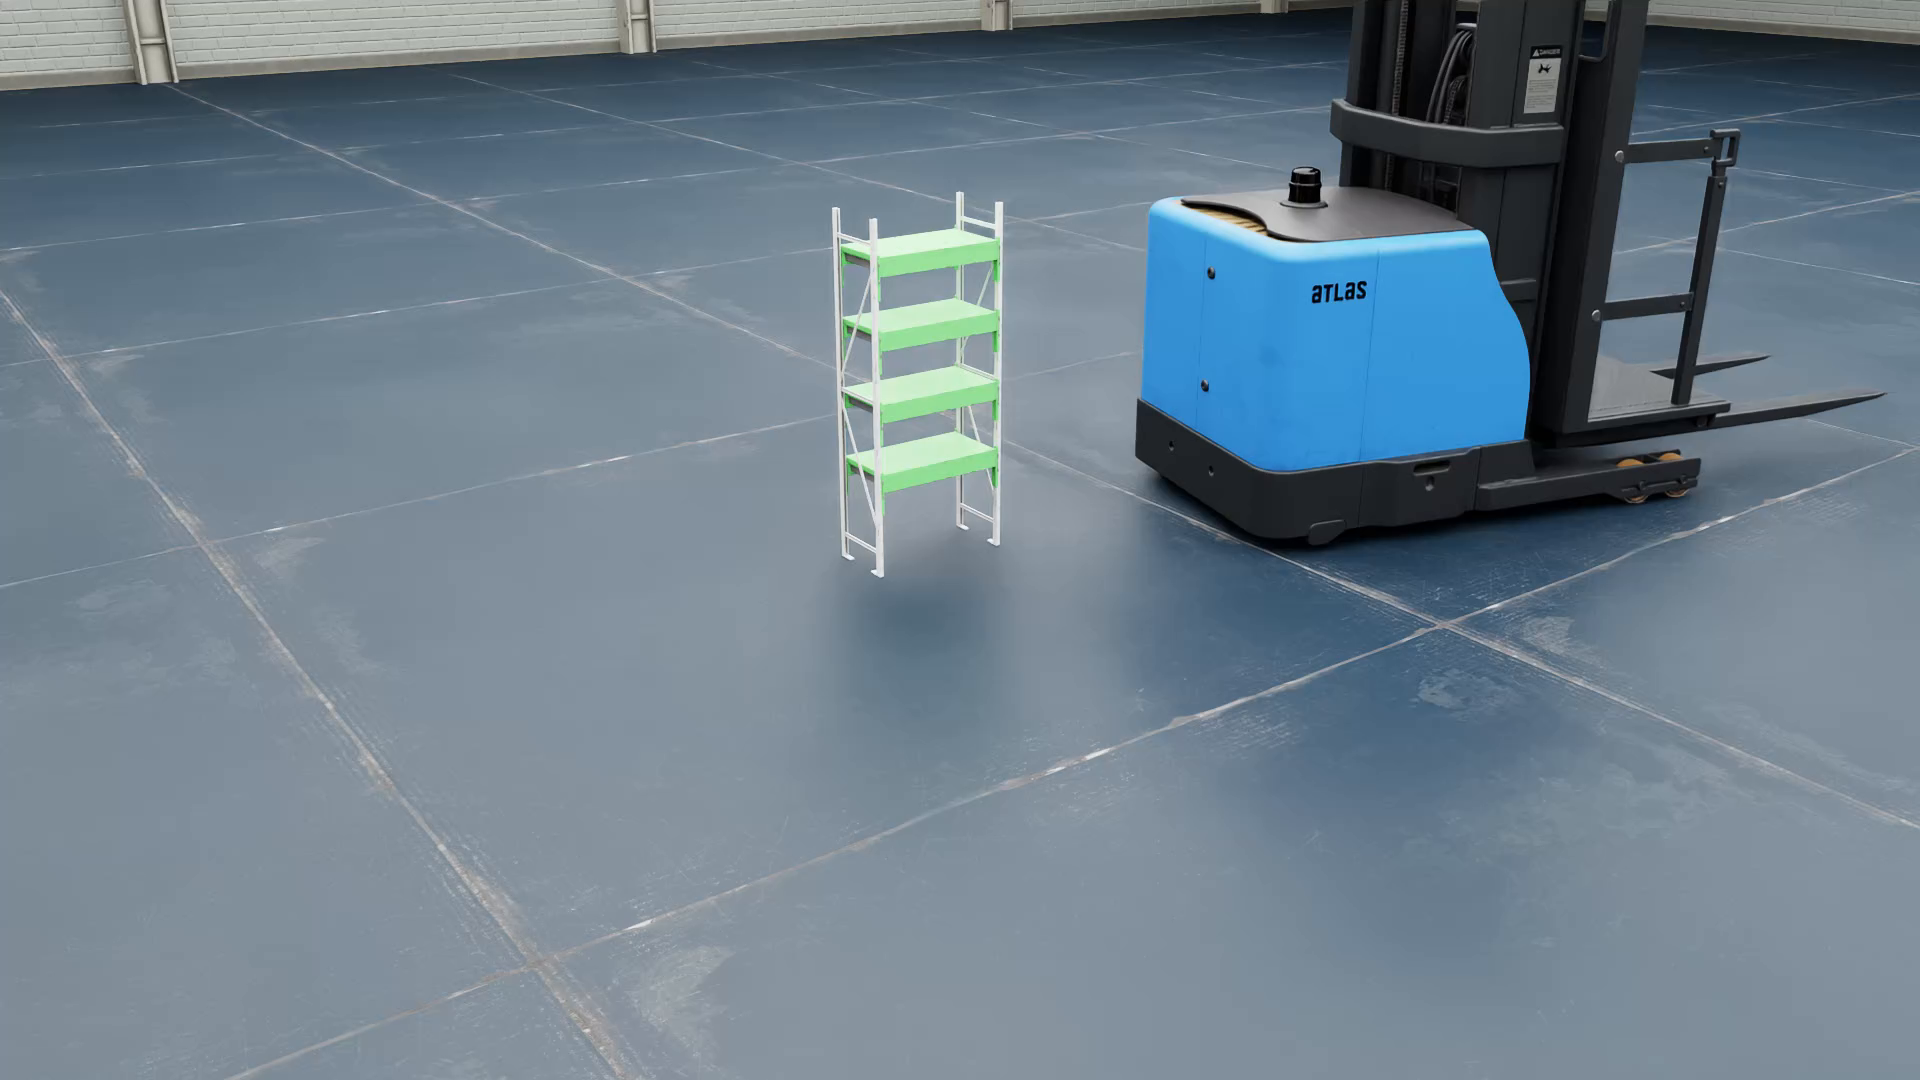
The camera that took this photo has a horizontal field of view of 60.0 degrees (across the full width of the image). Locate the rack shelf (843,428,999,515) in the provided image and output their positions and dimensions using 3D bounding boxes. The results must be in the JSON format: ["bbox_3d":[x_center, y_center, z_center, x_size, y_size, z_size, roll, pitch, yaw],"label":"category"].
[{"bbox_3d":[-0.134,-0.239,5.697,0.480,0.148,0.258,-15,26,-33],"label":"rack shelf"}]

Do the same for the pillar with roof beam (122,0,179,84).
[{"bbox_3d":[-6.667,-8.126,14.117,0.400,9.000,9.100,-15,26,-33],"label":"pillar with roof beam"}]

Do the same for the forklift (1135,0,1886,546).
[{"bbox_3d":[2.258,-1.669,6.124,3.031,2.935,1.130,-8,23,-20],"label":"forklift"}]

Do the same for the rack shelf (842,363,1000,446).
[{"bbox_3d":[-0.134,-0.462,5.608,0.480,0.148,0.258,-15,26,-33],"label":"rack shelf"}]

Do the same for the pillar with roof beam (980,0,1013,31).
[{"bbox_3d":[3.073,-10.723,20.627,0.400,9.000,9.100,-15,26,-33],"label":"pillar with roof beam"}]

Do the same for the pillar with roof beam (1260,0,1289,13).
[{"bbox_3d":[7.944,-12.022,23.881,0.400,9.000,9.100,-15,26,-33],"label":"pillar with roof beam"}]

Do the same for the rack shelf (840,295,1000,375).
[{"bbox_3d":[-0.134,-0.685,5.519,0.480,0.148,0.258,-15,26,-33],"label":"rack shelf"}]

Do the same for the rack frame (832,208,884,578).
[{"bbox_3d":[-0.332,-0.469,5.452,0.015,1.200,0.240,-15,26,-33],"label":"rack frame"}]

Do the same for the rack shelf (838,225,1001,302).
[{"bbox_3d":[-0.134,-0.908,5.430,0.480,0.148,0.258,-15,26,-33],"label":"rack shelf"}]

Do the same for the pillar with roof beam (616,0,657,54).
[{"bbox_3d":[-1.797,-9.424,17.372,0.400,9.000,9.100,-15,26,-33],"label":"pillar with roof beam"}]

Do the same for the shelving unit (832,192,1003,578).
[{"bbox_3d":[-0.134,-0.521,5.584,0.503,1.200,0.258,-15,26,-33],"label":"shelving unit"}]

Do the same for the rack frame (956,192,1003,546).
[{"bbox_3d":[0.064,-0.574,5.717,0.015,1.200,0.240,-15,26,-33],"label":"rack frame"}]
